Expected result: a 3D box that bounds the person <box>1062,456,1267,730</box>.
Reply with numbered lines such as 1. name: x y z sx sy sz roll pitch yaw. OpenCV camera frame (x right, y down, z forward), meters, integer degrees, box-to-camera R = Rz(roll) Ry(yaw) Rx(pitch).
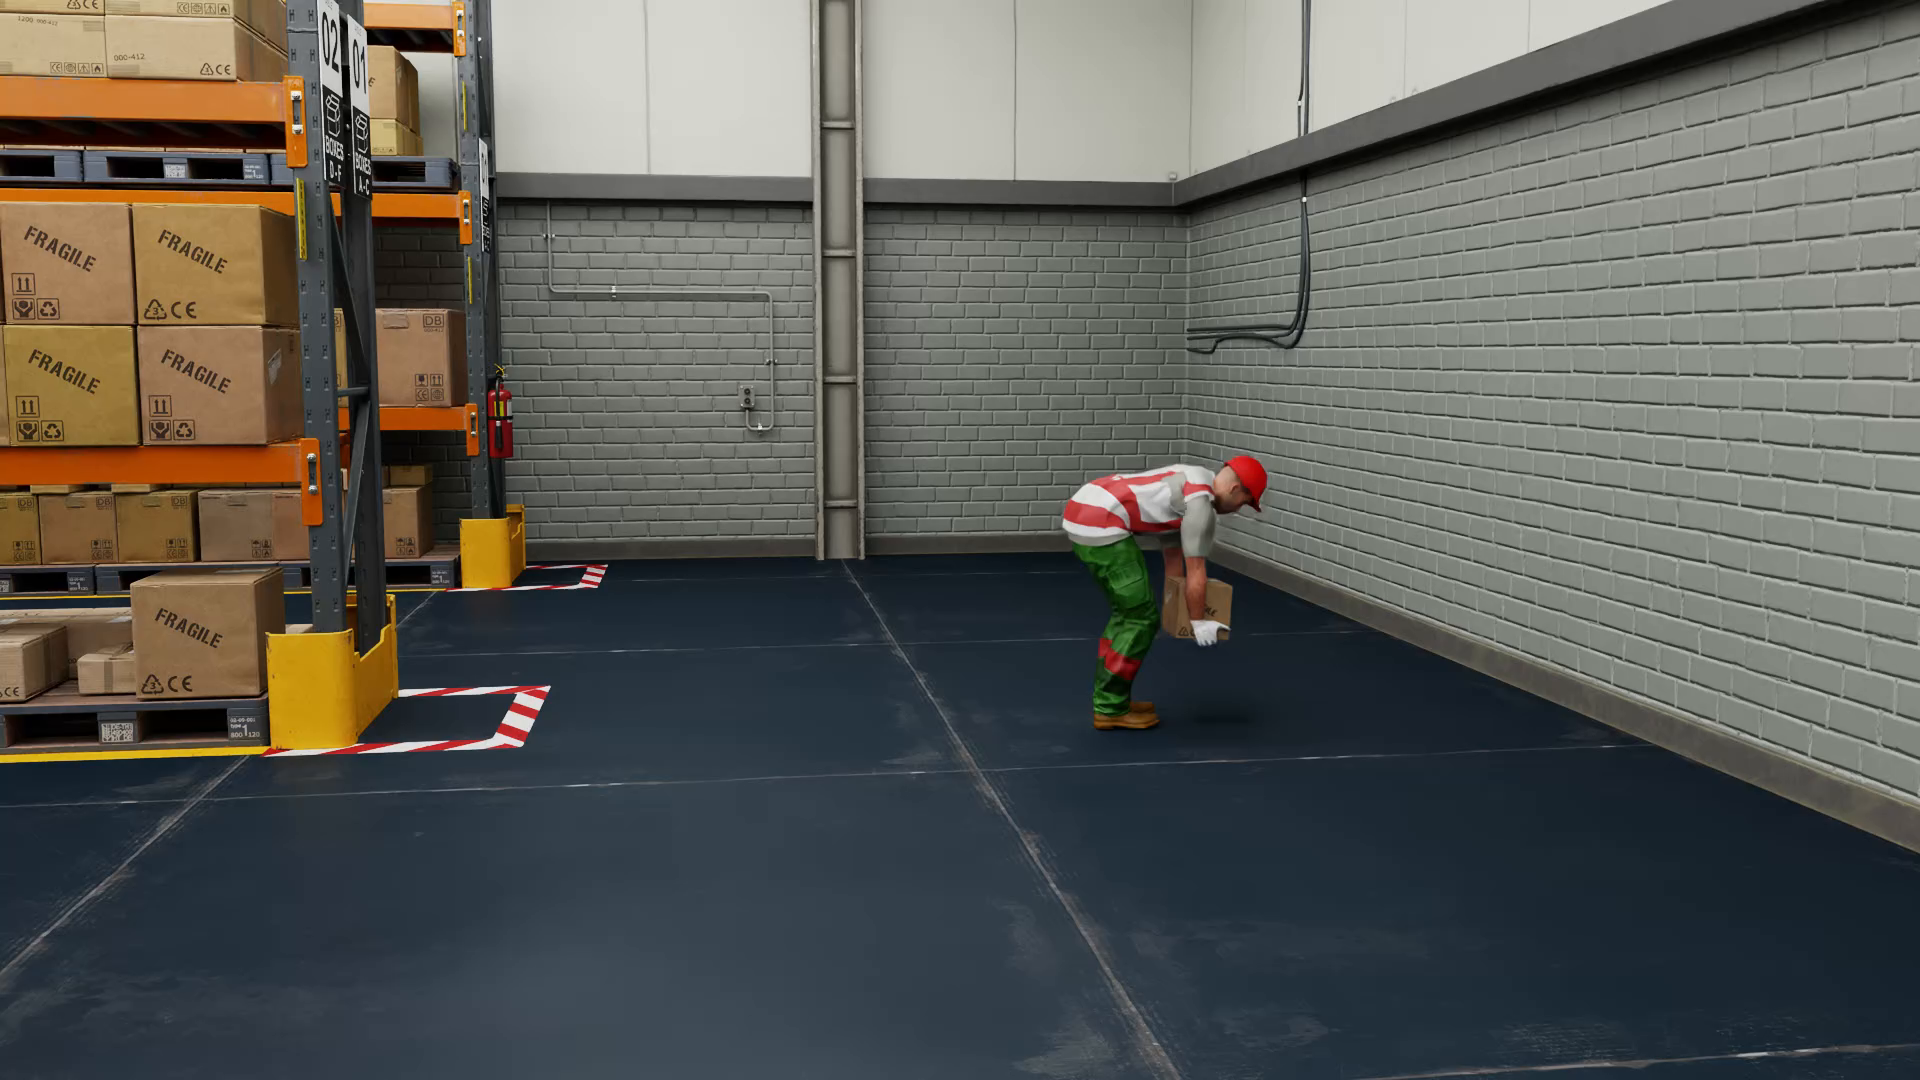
1. person: 0.946 0.227 7.620 0.949 1.218 0.486 -1 7 -10
